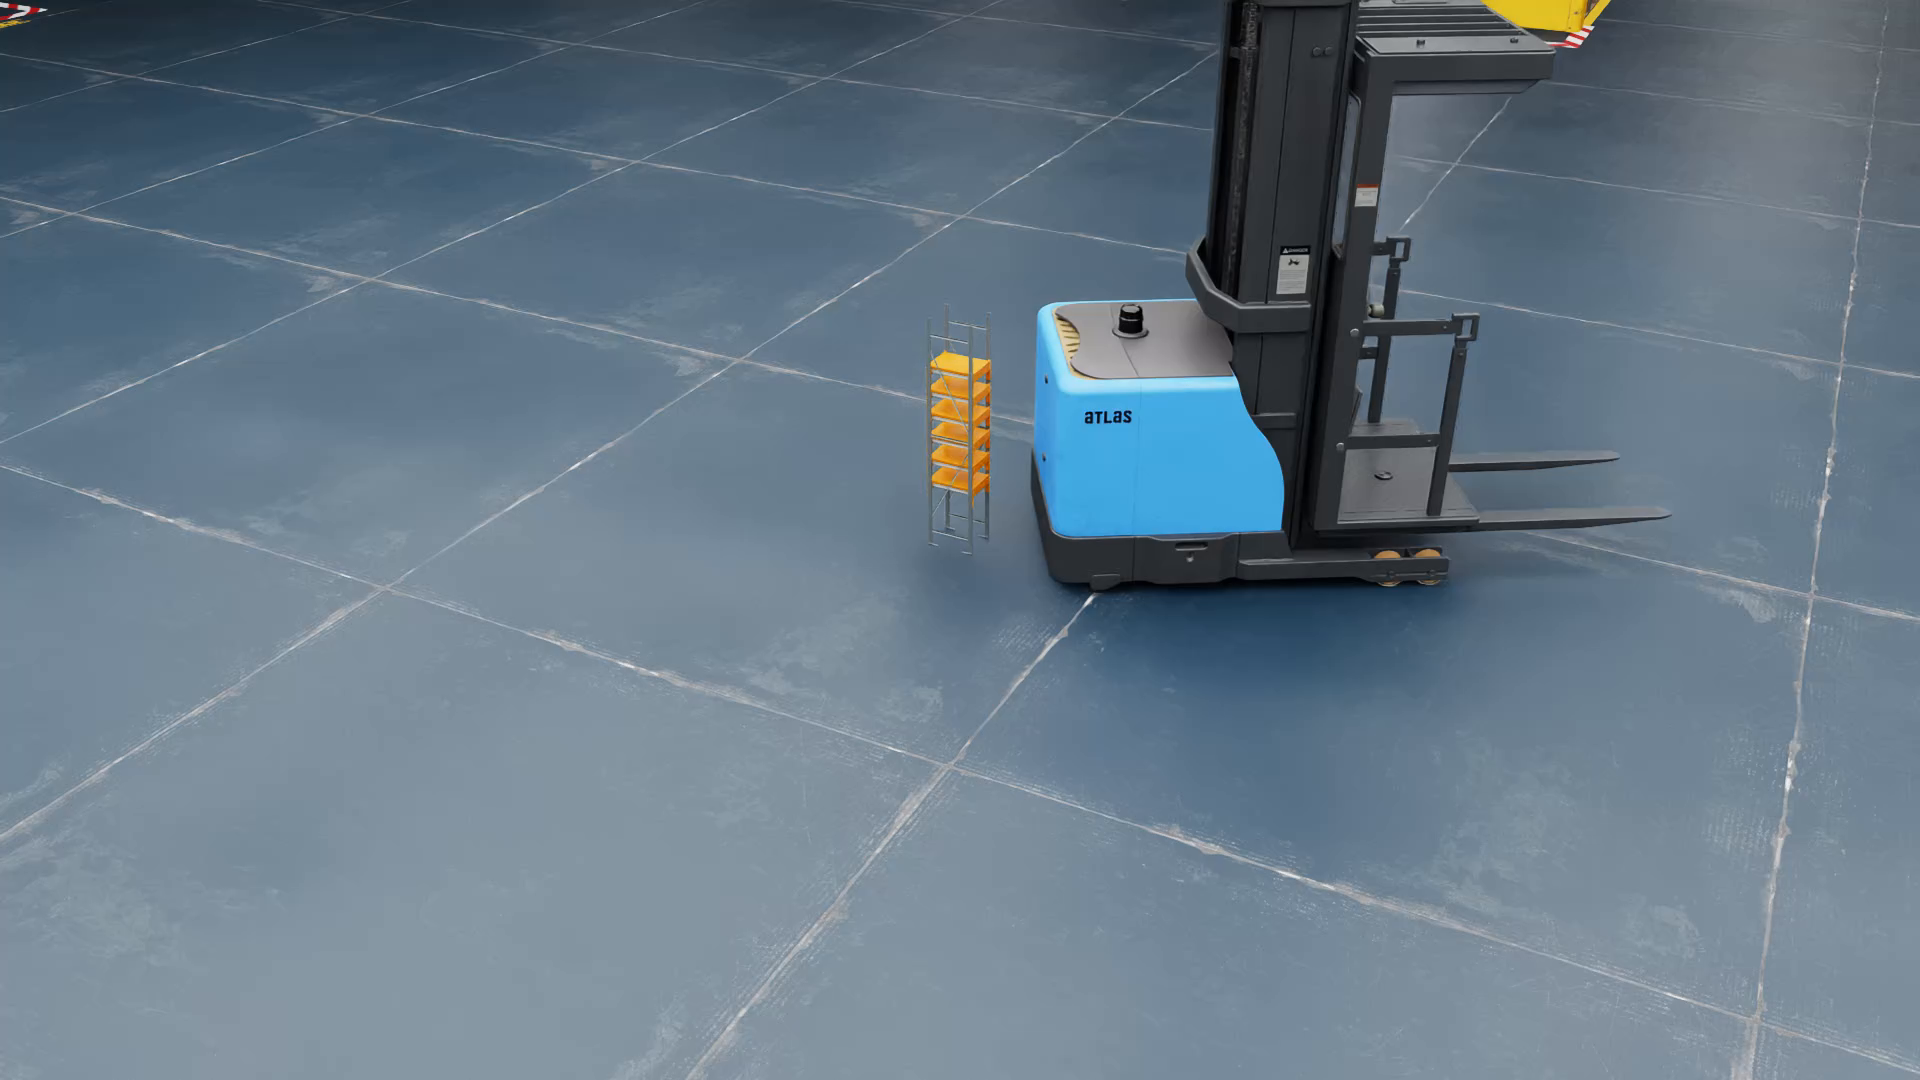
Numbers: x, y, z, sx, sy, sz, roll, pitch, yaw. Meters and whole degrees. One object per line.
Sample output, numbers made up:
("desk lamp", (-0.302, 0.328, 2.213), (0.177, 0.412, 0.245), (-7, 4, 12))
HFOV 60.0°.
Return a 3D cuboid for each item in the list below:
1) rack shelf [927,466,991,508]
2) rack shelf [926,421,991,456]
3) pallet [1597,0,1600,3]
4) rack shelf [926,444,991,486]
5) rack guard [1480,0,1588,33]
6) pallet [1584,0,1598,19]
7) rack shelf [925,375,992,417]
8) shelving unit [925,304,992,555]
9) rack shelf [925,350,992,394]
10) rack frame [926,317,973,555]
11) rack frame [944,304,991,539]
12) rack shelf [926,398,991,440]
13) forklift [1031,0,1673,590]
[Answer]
("rack shelf", (-0.007, -0.267, 8.082), (0.258, 0.103, 0.180), (14, 33, 23))
("rack shelf", (-0.007, -0.475, 7.962), (0.258, 0.103, 0.180), (14, 33, 23))
("pallet", (7.055, -6.552, 19.447), (1.003, 0.211, 1.213), (14, 33, 23))
("rack shelf", (-0.007, -0.371, 8.022), (0.258, 0.103, 0.180), (14, 33, 23))
("rack guard", (6.096, -5.786, 17.824), (1.175, 0.500, 0.348), (14, 33, 23))
("pallet", (6.498, -6.013, 18.509), (1.003, 0.211, 1.213), (14, 33, 23))
("rack shelf", (-0.007, -0.683, 7.843), (0.258, 0.103, 0.180), (14, 33, 23))
("shelving unit", (-0.007, -0.514, 7.940), (0.258, 1.200, 0.189), (14, 33, 23))
("rack shelf", (-0.007, -0.788, 7.783), (0.258, 0.103, 0.180), (14, 33, 23))
("rack frame", (-0.048, -0.473, 7.869), (0.240, 1.200, 0.006), (14, 33, 23))
("rack frame", (0.035, -0.554, 8.011), (0.240, 1.200, 0.006), (14, 33, 23))
("rack shelf", (-0.007, -0.579, 7.902), (0.258, 0.103, 0.180), (14, 33, 23))
("forklift", (1.904, -1.313, 7.594), (3.031, 2.935, 1.130), (-2, 30, -3))
